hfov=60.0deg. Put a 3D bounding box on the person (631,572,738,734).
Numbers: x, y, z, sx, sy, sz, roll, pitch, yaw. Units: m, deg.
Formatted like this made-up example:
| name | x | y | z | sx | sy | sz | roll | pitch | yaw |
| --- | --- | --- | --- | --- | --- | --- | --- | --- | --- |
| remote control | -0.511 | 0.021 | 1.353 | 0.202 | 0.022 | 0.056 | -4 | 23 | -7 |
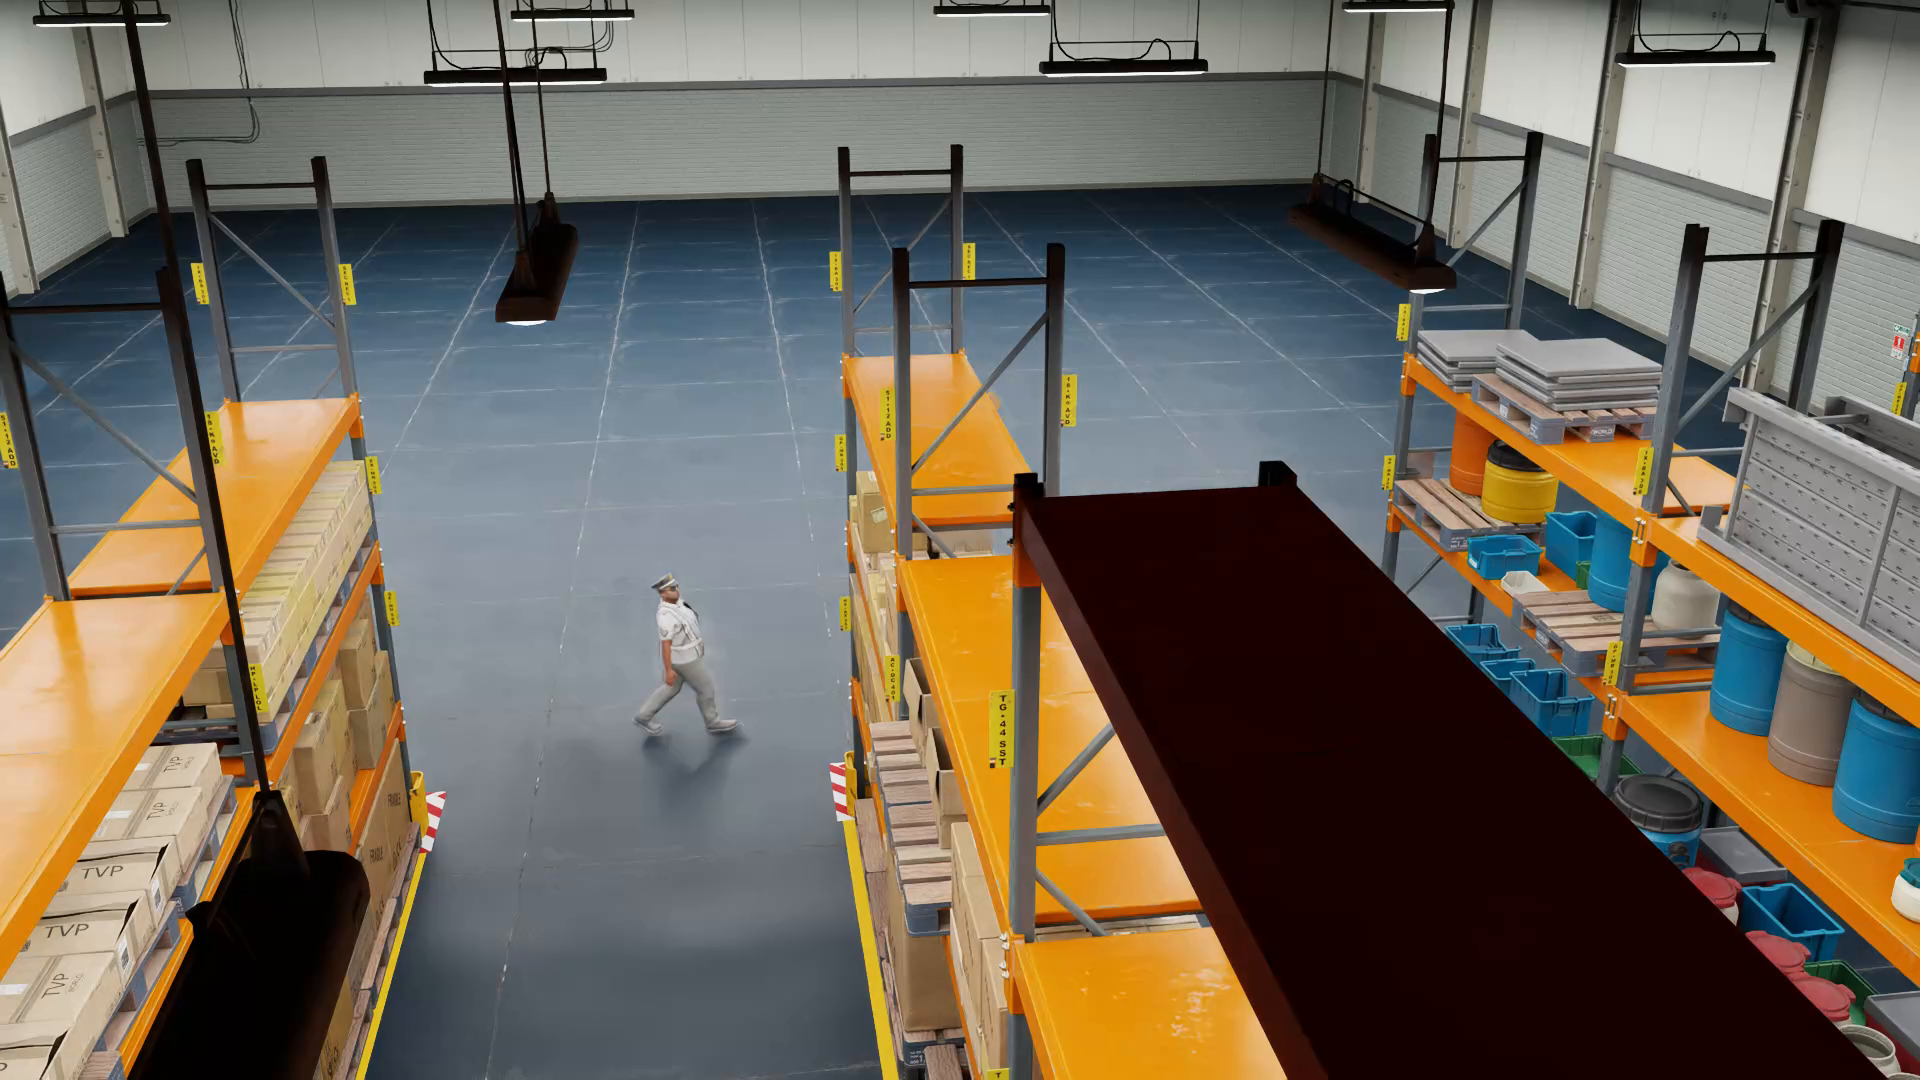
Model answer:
| name | x | y | z | sx | sy | sz | roll | pitch | yaw |
| --- | --- | --- | --- | --- | --- | --- | --- | --- | --- |
| person | -2.781 | 1.122 | 16.447 | 0.999 | 1.736 | 0.517 | -13 | 25 | -29 |
